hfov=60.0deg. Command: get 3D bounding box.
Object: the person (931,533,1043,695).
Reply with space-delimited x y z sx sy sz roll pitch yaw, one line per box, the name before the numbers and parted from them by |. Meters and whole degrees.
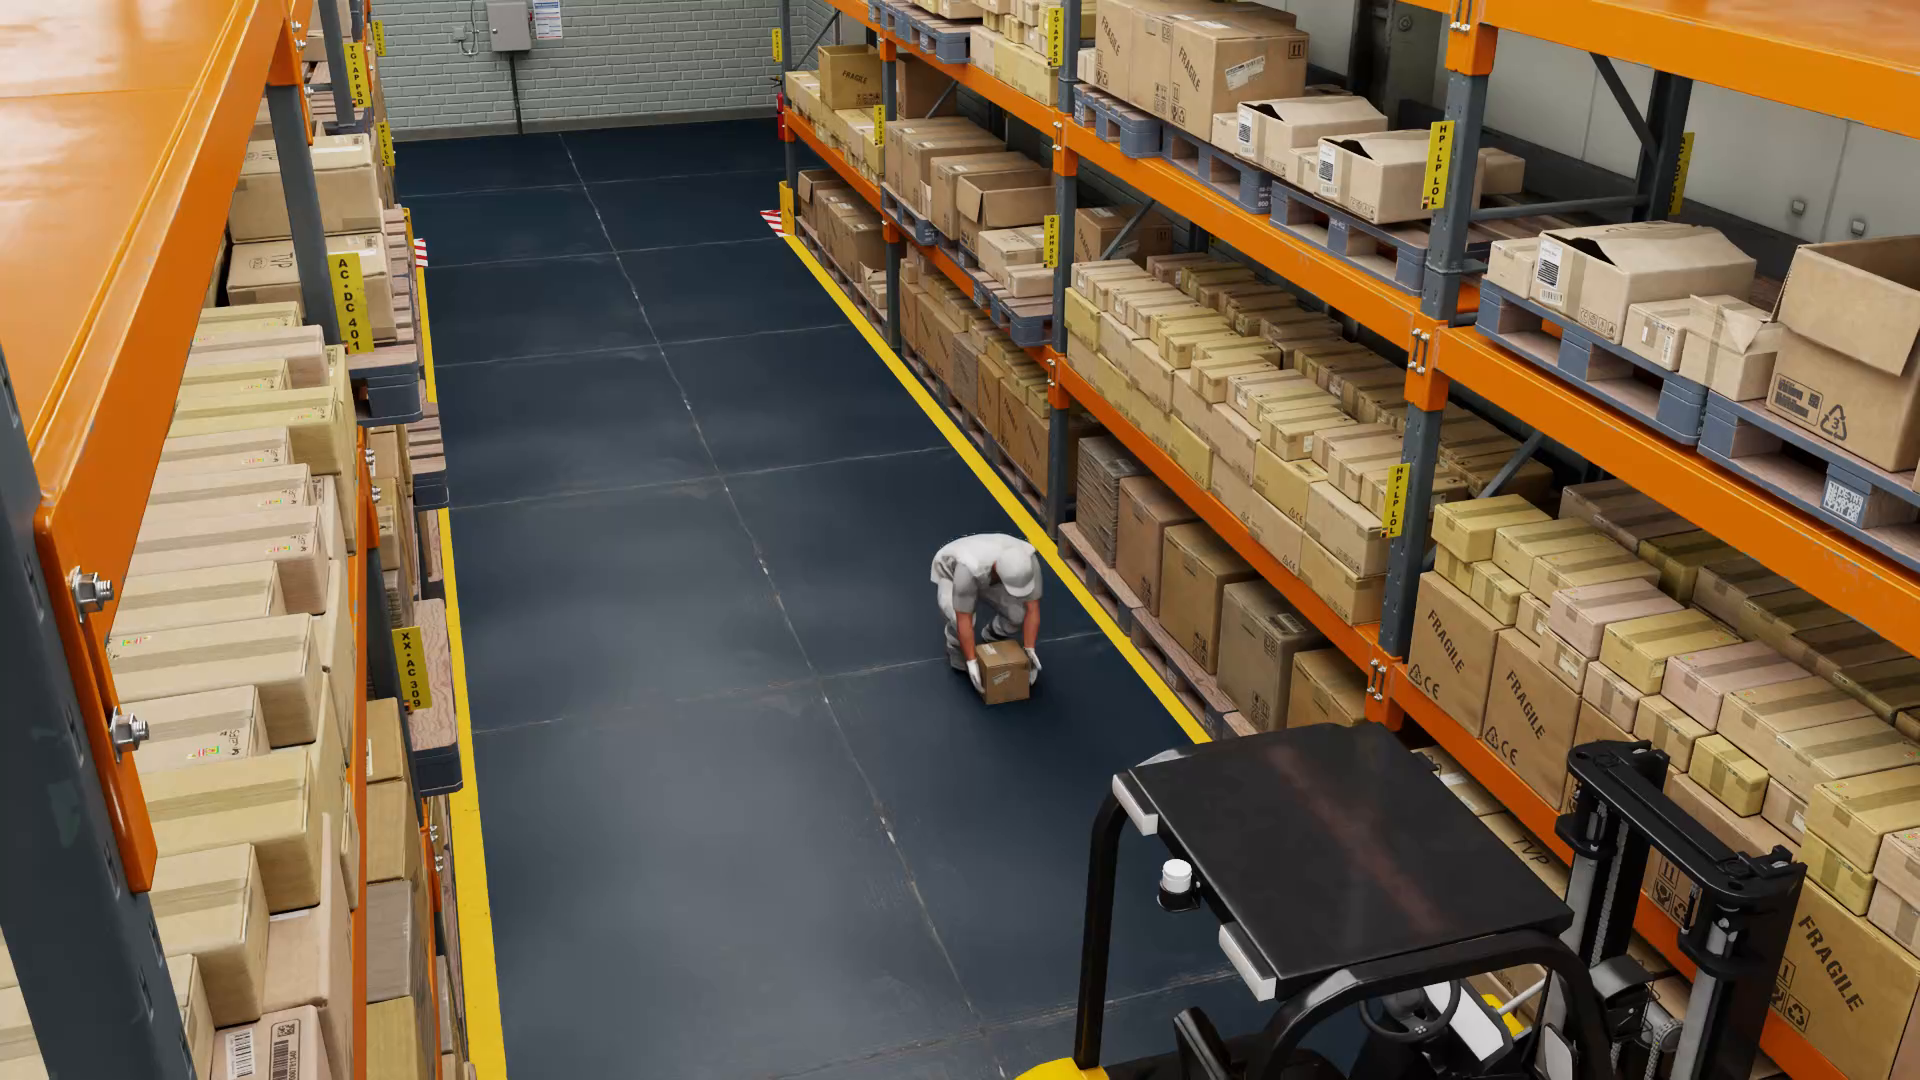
person | 0.159 0.318 9.443 0.567 0.909 0.885 -8 27 -16
